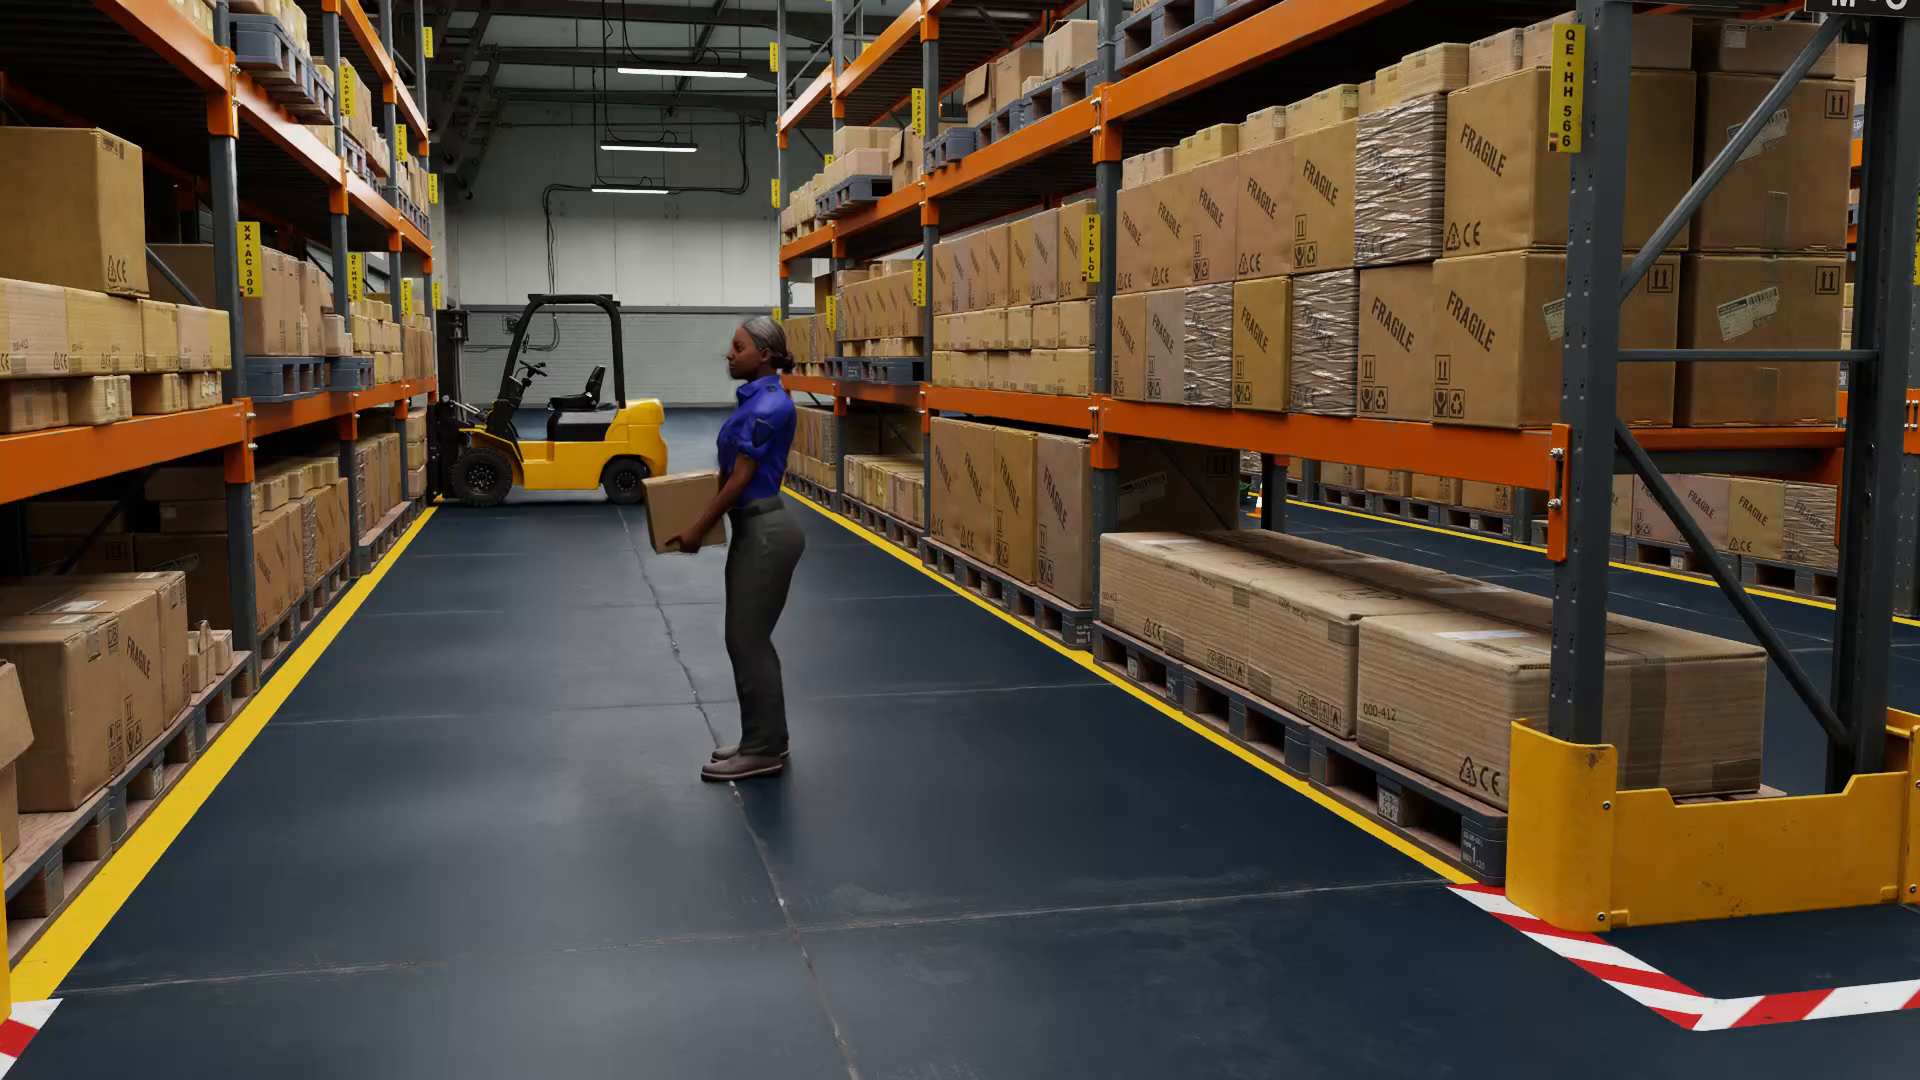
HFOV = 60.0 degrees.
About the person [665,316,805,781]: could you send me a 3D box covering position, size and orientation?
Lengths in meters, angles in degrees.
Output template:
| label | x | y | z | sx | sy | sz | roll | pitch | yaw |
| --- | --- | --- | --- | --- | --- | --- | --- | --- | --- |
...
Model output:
| label | x | y | z | sx | sy | sz | roll | pitch | yaw |
| --- | --- | --- | --- | --- | --- | --- | --- | --- | --- |
| person | -0.819 | 0.027 | 6.006 | 0.505 | 1.656 | 0.423 | -2 | 6 | -15 |
